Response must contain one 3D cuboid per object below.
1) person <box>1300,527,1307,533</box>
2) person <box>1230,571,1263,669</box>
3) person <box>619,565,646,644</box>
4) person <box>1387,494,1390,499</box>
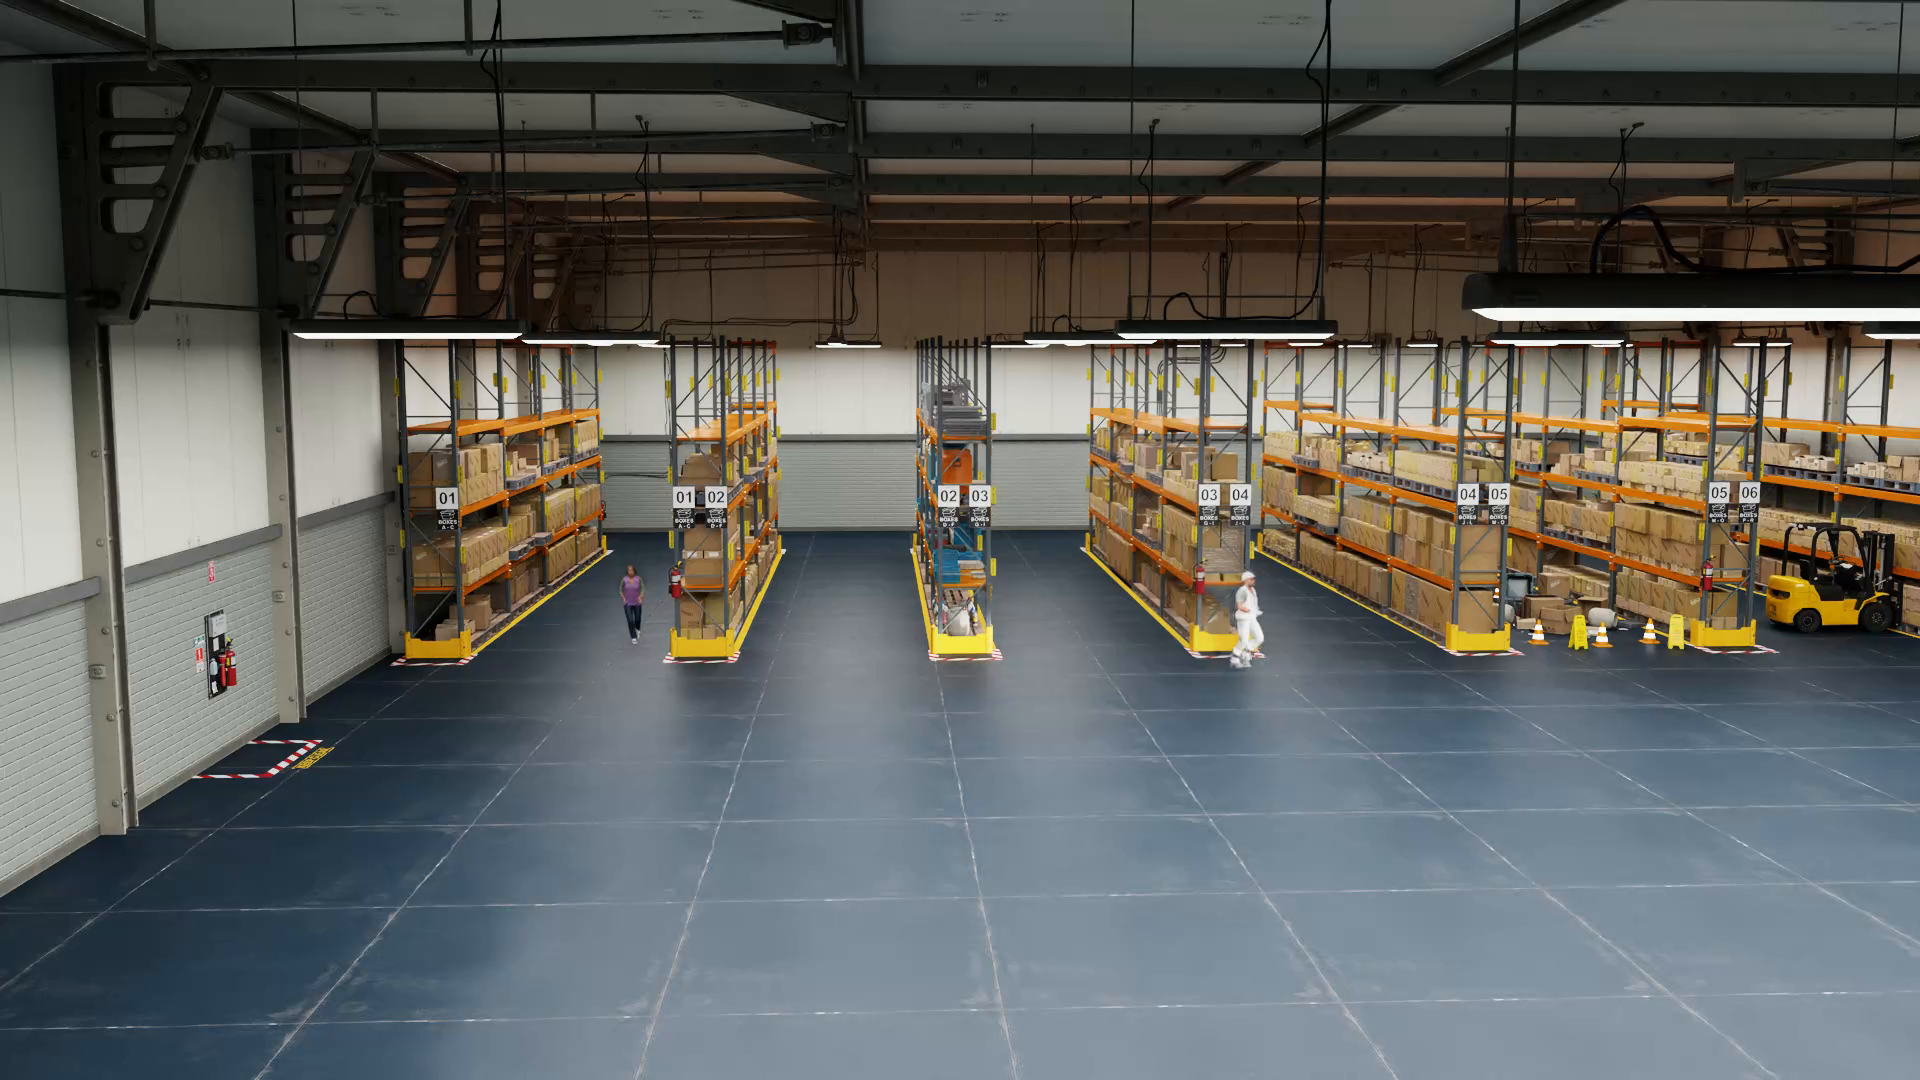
[{"bbox_3d":[9.981,-0.578,48.958,0.638,1.499,0.536,-6,9,-44],"label":"person"},{"bbox_3d":[5.218,1.449,29.965,0.664,1.777,0.689,6,9,42],"label":"person"},{"bbox_3d":[-6.404,1.262,32.513,0.512,1.554,0.524,-1,7,-10],"label":"person"},{"bbox_3d":[12.795,-0.639,49.389,0.604,1.552,0.578,0,6,3],"label":"person"}]
